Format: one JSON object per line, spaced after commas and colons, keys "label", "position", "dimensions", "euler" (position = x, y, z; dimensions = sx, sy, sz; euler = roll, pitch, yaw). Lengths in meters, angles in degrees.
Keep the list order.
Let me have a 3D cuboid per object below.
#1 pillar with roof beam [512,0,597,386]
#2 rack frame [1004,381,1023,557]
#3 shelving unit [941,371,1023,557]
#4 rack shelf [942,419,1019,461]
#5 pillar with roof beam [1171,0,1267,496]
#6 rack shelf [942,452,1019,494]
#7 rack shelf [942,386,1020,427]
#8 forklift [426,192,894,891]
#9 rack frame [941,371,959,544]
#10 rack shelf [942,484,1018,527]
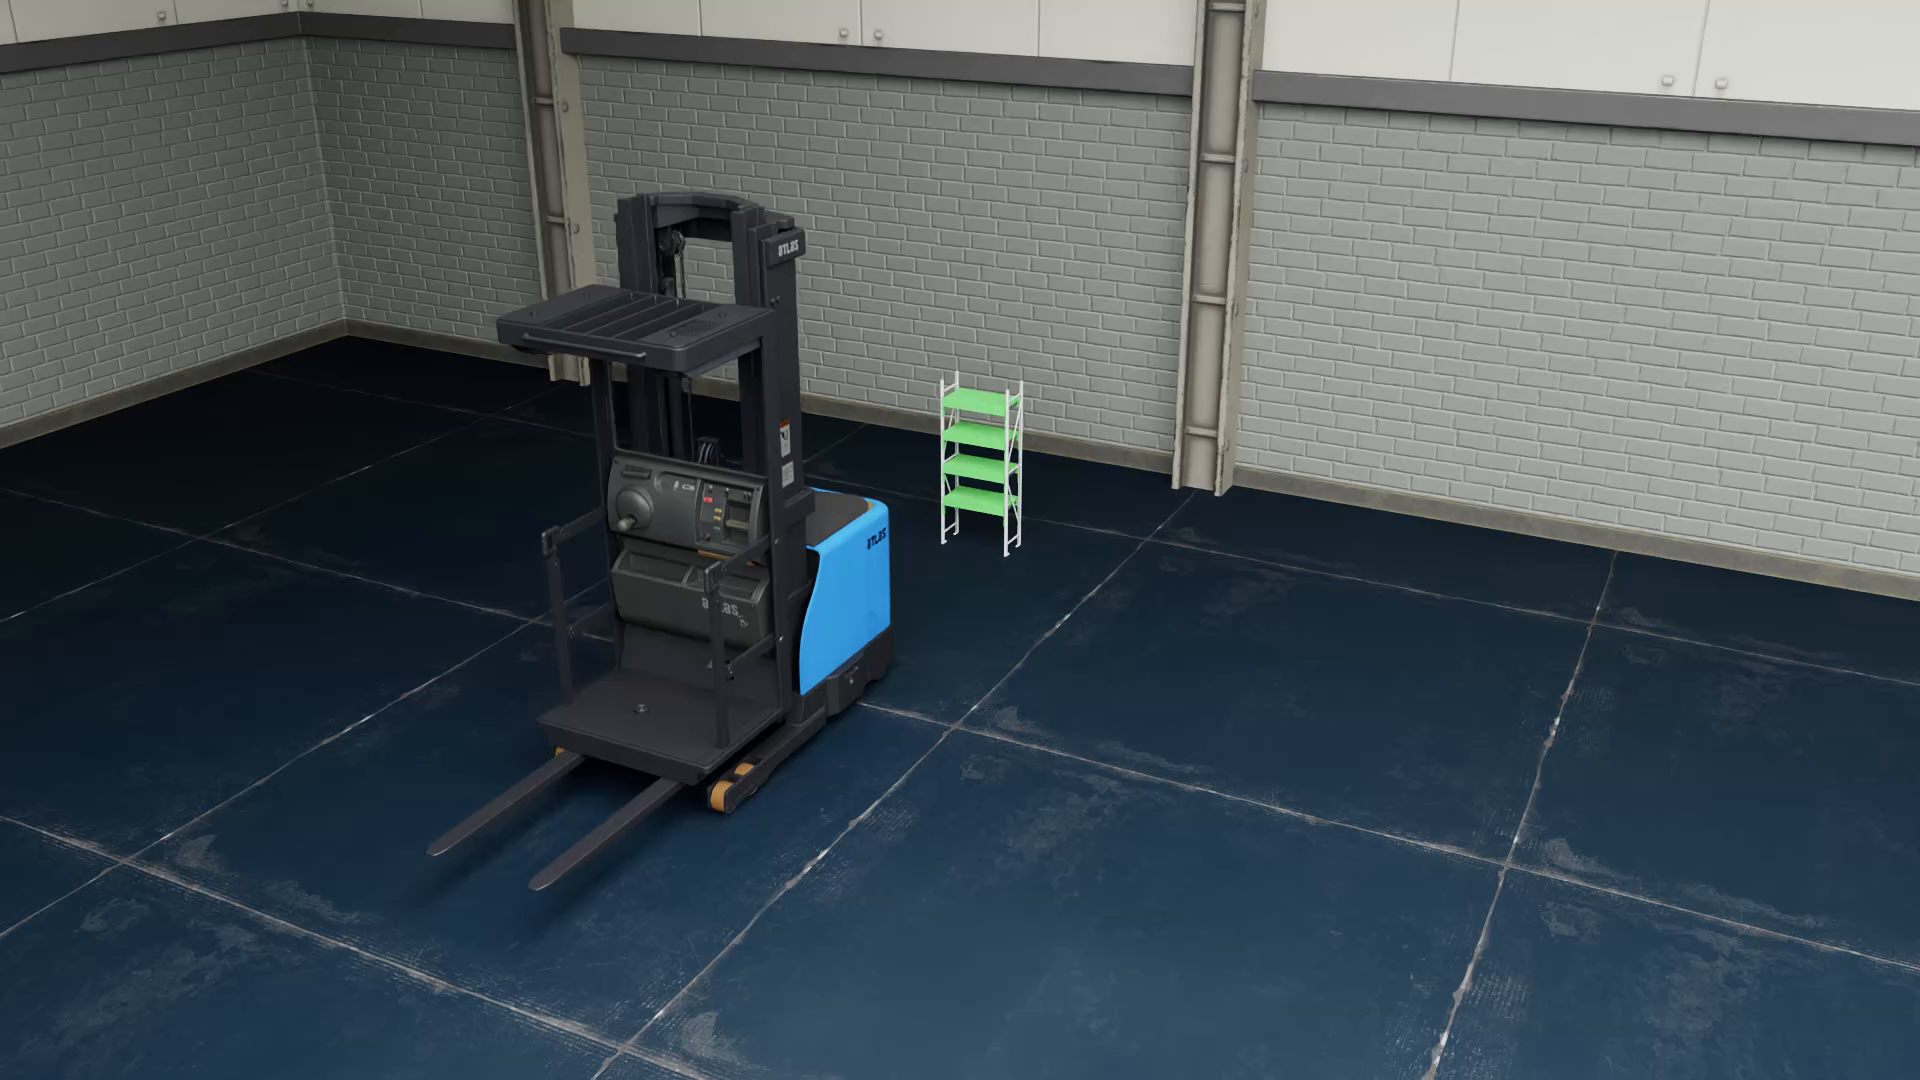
{"label": "pillar with roof beam", "position": [-5.441, -4.113, 9.923], "dimensions": [0.400, 9.000, 9.100], "euler": [11, 25, 25]}
{"label": "rack frame", "position": [0.365, -0.480, 11.345], "dimensions": [0.015, 1.200, 0.240], "euler": [11, 25, 25]}
{"label": "shelving unit", "position": [0.148, -0.523, 11.446], "dimensions": [0.503, 1.200, 0.258], "euler": [11, 25, 25]}
{"label": "rack shelf", "position": [0.148, -0.685, 11.378], "dimensions": [0.480, 0.148, 0.258], "euler": [11, 25, 25]}
{"label": "pillar with roof beam", "position": [-0.087, -3.053, 7.431], "dimensions": [0.400, 9.000, 9.100], "euler": [11, 25, 25]}
{"label": "rack shelf", "position": [0.148, -0.464, 11.471], "dimensions": [0.480, 0.148, 0.258], "euler": [11, 25, 25]}
{"label": "rack shelf", "position": [0.148, -0.906, 11.284], "dimensions": [0.480, 0.148, 0.258], "euler": [11, 25, 25]}
{"label": "forklift", "position": [-1.511, -0.154, 8.368], "dimensions": [1.130, 2.935, 3.031], "euler": [11, 26, 25]}
{"label": "rack frame", "position": [-0.070, -0.566, 11.548], "dimensions": [0.015, 1.200, 0.240], "euler": [11, 25, 25]}
{"label": "rack shelf", "position": [0.148, -0.243, 11.565], "dimensions": [0.480, 0.148, 0.258], "euler": [11, 25, 25]}
